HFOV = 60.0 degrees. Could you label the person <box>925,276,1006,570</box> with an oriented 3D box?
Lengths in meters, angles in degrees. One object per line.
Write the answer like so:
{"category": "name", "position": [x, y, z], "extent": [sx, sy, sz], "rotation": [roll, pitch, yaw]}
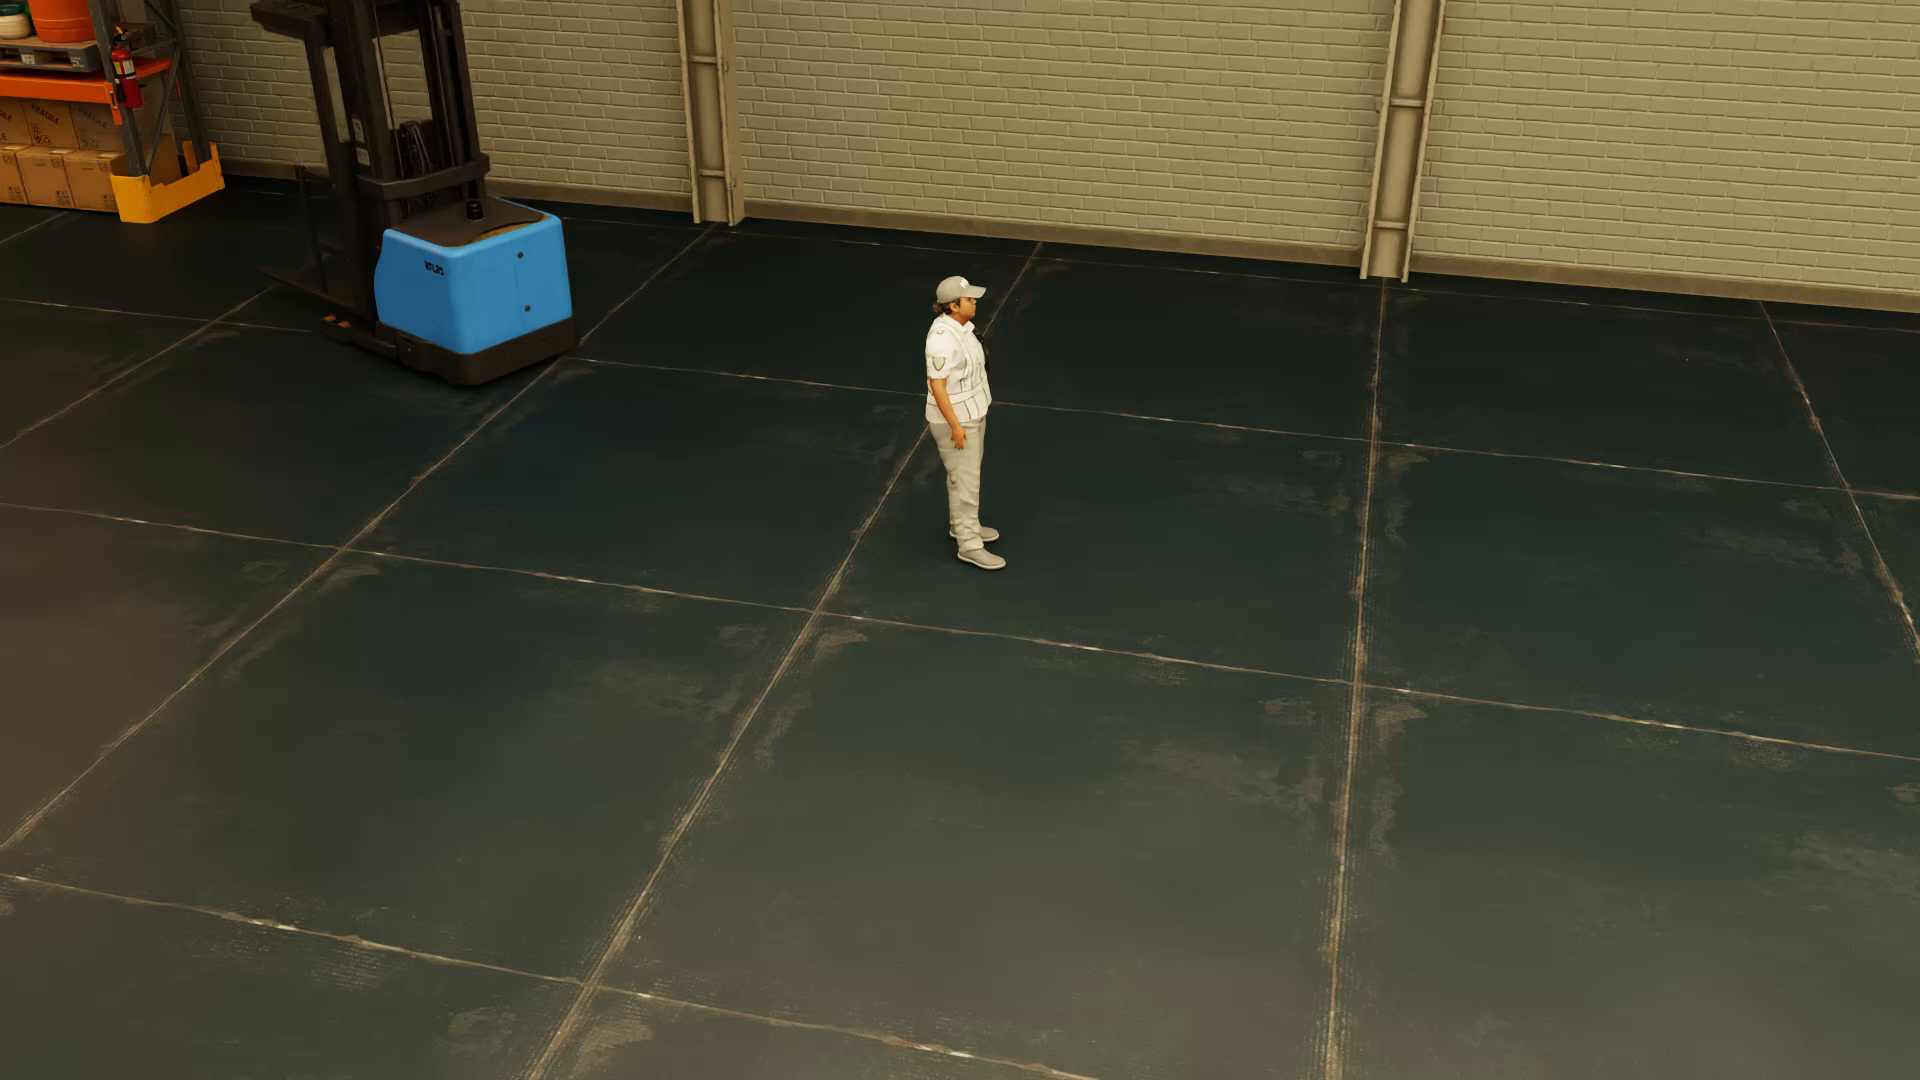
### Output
{"category": "person", "position": [0.069, -0.711, 9.694], "extent": [0.529, 1.670, 0.598], "rotation": [7, 30, 12]}

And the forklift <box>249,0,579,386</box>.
{"category": "forklift", "position": [-4.362, -2.970, 12.412], "extent": [3.031, 2.935, 1.130], "rotation": [22, 36, 33]}
